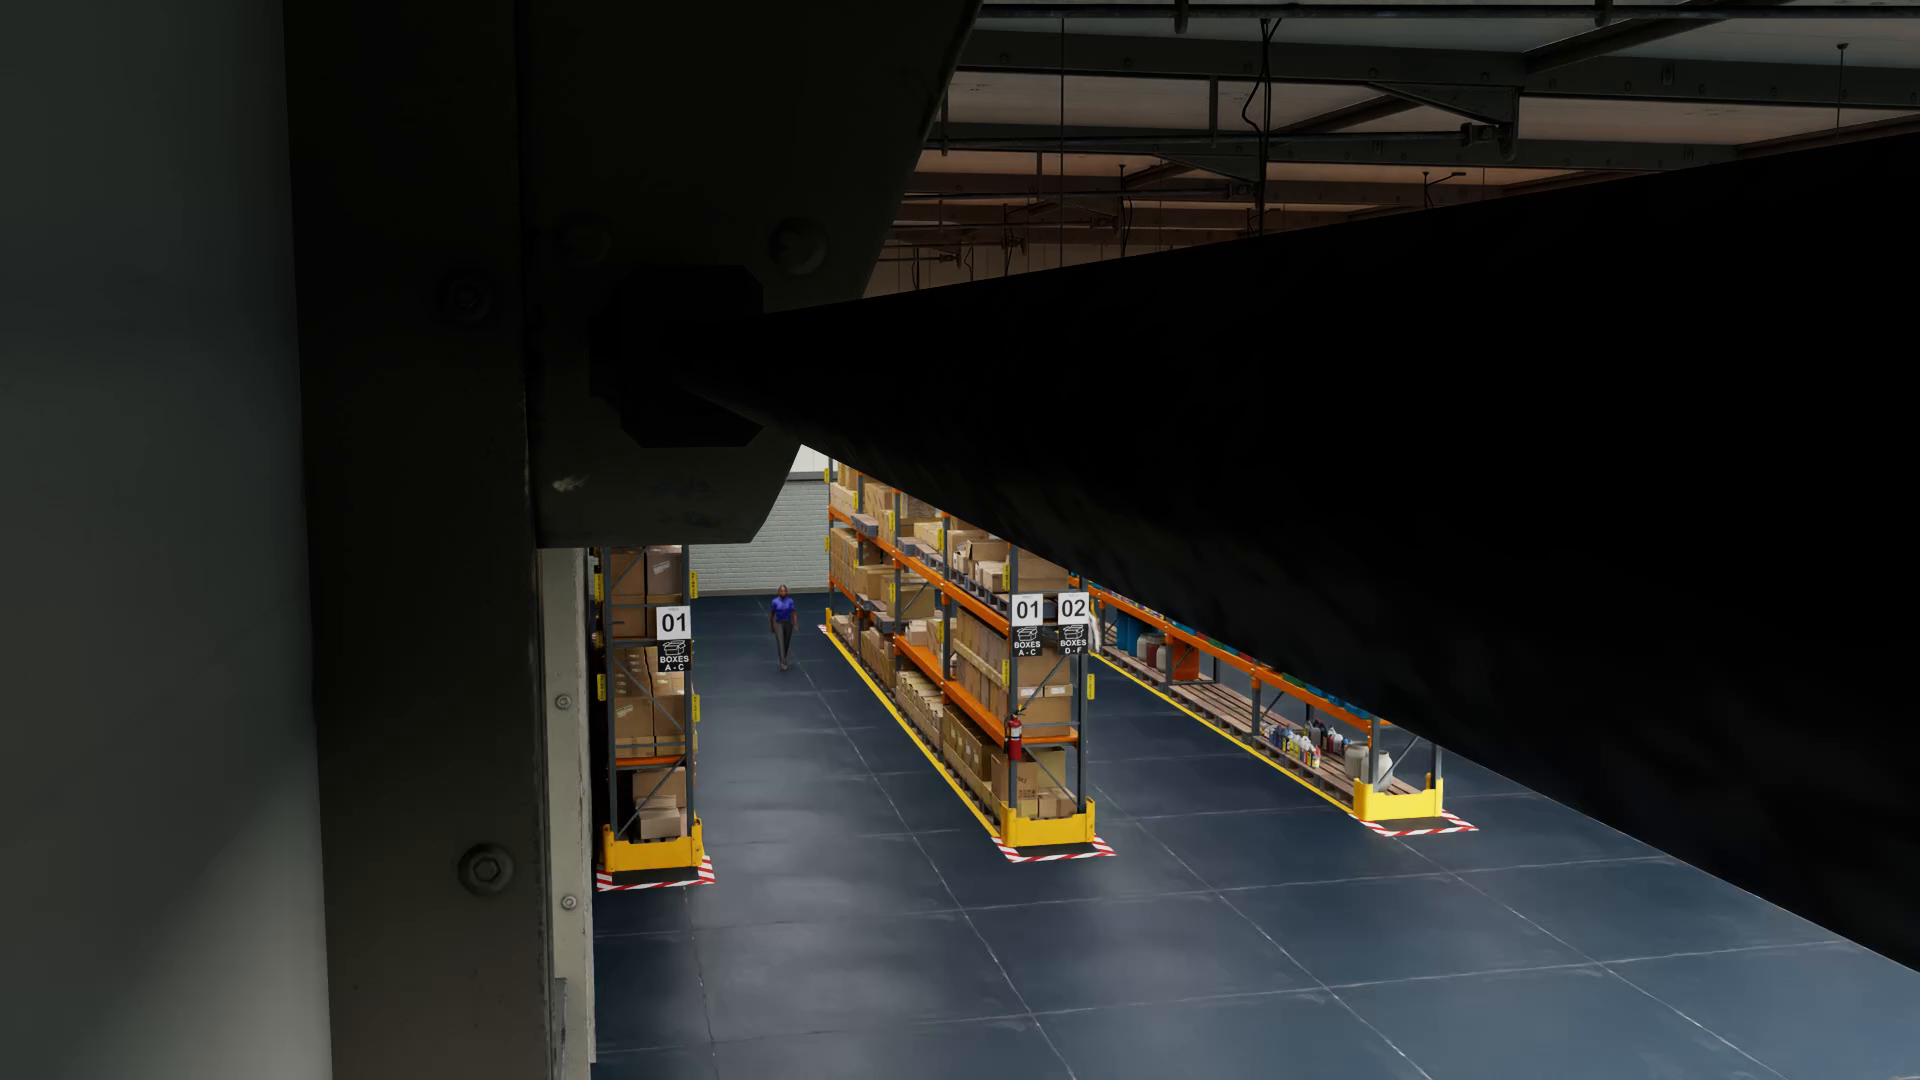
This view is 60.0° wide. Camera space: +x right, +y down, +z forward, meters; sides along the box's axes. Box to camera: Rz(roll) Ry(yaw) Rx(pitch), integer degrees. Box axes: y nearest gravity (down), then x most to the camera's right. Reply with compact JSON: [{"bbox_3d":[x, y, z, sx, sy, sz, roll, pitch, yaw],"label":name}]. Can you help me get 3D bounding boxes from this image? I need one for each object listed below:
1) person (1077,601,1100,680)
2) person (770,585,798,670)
[{"bbox_3d":[2.293,1.897,30.385,0.512,1.623,1.042,-1,7,-12],"label":"person"},{"bbox_3d":[-3.437,1.673,32.440,0.493,1.594,1.011,-2,7,-15],"label":"person"}]
